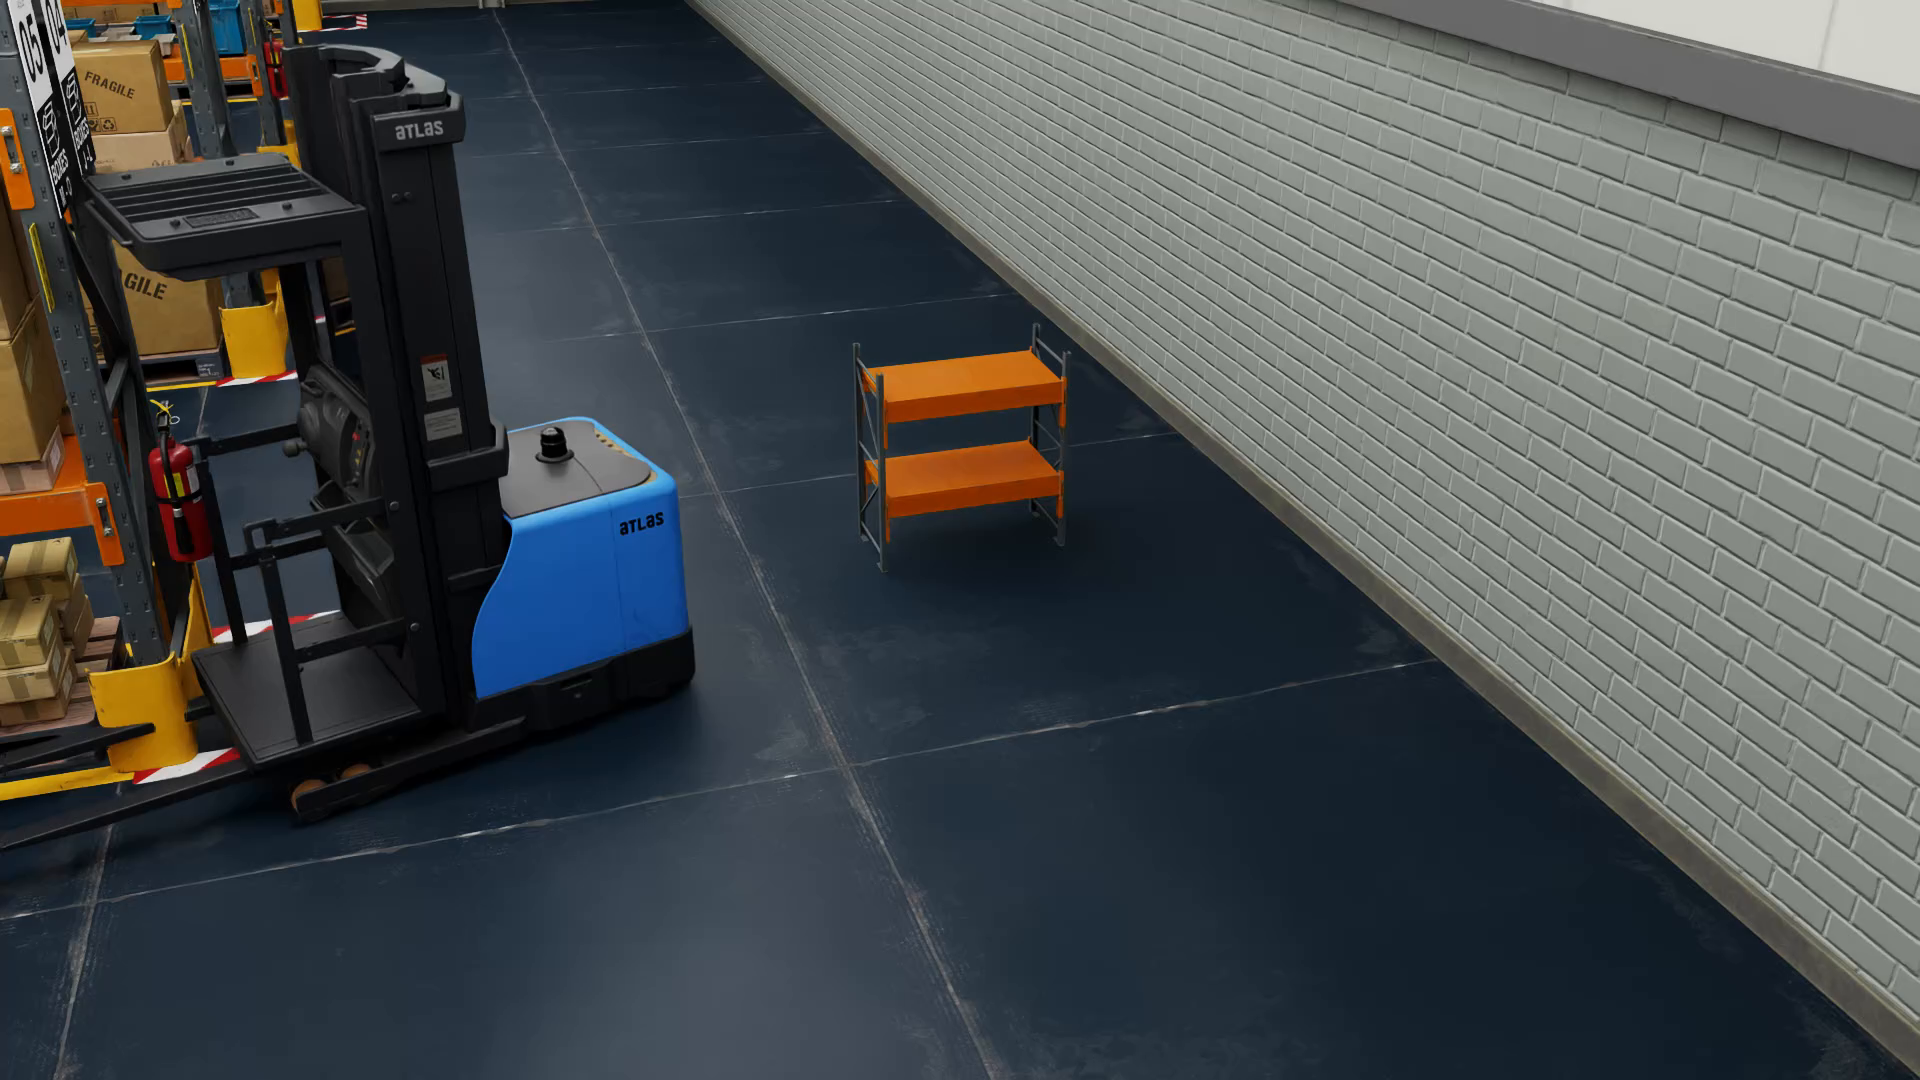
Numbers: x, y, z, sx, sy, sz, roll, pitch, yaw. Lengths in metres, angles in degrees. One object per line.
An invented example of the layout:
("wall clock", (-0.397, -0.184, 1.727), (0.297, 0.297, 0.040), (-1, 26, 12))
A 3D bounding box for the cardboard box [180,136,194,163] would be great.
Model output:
("cardboard box", (-5.503, -2.694, 11.586), (0.250, 0.149, 0.380), (-8, 27, -16))

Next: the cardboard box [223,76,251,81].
("cardboard box", (-8.568, -5.803, 19.883), (0.500, 0.500, 0.500), (-8, 28, -16))

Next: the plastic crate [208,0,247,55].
("plastic crate", (-6.857, -4.728, 15.293), (0.499, 0.435, 0.616), (-8, 28, -16))

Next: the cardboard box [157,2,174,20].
("cardboard box", (-11.253, -7.790, 23.908), (0.500, 0.500, 0.700), (-9, 28, -18))

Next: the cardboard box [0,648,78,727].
("cardboard box", (-4.059, 0.644, 7.312), (0.250, 0.149, 0.380), (-8, 27, -15))

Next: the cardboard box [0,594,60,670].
("cardboard box", (-4.048, 0.397, 7.141), (0.250, 0.149, 0.380), (-8, 27, -16))

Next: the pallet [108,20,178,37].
("pallet", (-11.559, -7.440, 24.000), (1.213, 0.211, 1.003), (-8, 28, -16))

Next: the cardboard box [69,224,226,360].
("cardboard box", (-5.647, -1.831, 11.481), (0.875, 0.875, 0.875), (-8, 28, -16))

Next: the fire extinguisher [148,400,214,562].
("fire extinguisher", (-3.241, -0.243, 6.872), (0.183, 0.674, 0.296), (-8, 28, -16))

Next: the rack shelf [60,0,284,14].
("rack shelf", (-10.029, -6.307, 19.391), (4.000, 0.370, 1.077), (-8, 28, -16))

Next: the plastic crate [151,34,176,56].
("plastic crate", (-7.316, -4.530, 15.231), (0.243, 0.136, 0.396), (-8, 28, -16))

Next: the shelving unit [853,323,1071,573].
("shelving unit", (0.006, -0.505, 9.002), (1.048, 1.125, 0.538), (-8, 28, -16))

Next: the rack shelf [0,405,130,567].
("rack shelf", (-5.525, -0.007, 6.701), (4.000, 0.370, 1.077), (-8, 28, -16))

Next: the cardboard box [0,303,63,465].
("cardboard box", (-3.971, -0.612, 6.663), (0.500, 0.500, 0.500), (-8, 27, -15))

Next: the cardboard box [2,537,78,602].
("cardboard box", (-4.227, 0.146, 7.648), (0.250, 0.149, 0.380), (-10, 28, -18))

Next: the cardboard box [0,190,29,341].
("cardboard box", (-3.981, -1.063, 6.446), (0.500, 0.500, 0.500), (-9, 28, -17))

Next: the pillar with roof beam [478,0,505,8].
("pillar with roof beam", (-6.032, -10.603, 20.489), (0.400, 9.000, 9.100), (-8, 28, -16))

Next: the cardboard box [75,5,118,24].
("cardboard box", (-12.247, -7.644, 23.613), (0.500, 0.500, 0.700), (-9, 28, -17))

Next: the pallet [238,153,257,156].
("pallet", (-7.393, -3.464, 15.990), (1.213, 0.211, 1.003), (-8, 28, -16))

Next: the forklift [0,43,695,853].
("forklift", (-2.744, -0.416, 6.791), (3.031, 2.935, 1.130), (-18, 31, -31))

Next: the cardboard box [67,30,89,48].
("cardboard box", (-6.078, -3.097, 11.106), (0.500, 0.500, 0.500), (-9, 28, -17))

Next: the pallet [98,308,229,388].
("pallet", (-5.799, -1.324, 11.679), (1.213, 0.211, 1.003), (-8, 28, -16))

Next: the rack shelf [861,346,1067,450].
("rack shelf", (0.006, -0.767, 8.872), (1.000, 0.278, 0.538), (-8, 28, -16))

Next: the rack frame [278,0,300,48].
("rack frame", (-8.127, -6.905, 19.786), (0.127, 3.000, 1.000), (-8, 28, -16))

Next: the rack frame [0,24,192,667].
("rack frame", (-3.623, -0.605, 7.095), (0.127, 3.000, 1.000), (-8, 28, -16))

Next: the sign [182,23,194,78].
("sign", (-4.908, -3.109, 10.572), (0.005, 0.325, 0.100), (-8, 28, -16))

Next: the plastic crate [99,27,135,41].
("plastic crate", (-7.909, -4.722, 15.616), (0.298, 0.136, 0.250), (-8, 28, -16))

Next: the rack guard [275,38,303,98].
("rack guard", (-8.199, -5.775, 20.320), (0.348, 0.500, 1.175), (-8, 28, -16))

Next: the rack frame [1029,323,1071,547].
("rack frame", (0.490, -0.575, 9.143), (0.032, 1.125, 0.500), (-8, 28, -16))

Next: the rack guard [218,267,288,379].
("rack guard", (-5.040, -1.600, 11.910), (0.348, 0.500, 1.175), (-8, 28, -16))

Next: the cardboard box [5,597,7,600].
("cardboard box", (-4.479, 0.328, 7.615), (0.250, 0.149, 0.380), (-8, 28, -16))

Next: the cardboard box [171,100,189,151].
("cardboard box", (-5.603, -2.830, 11.412), (0.500, 0.250, 0.500), (-9, 28, -17))

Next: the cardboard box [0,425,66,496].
("cardboard box", (-3.846, -0.328, 6.820), (0.250, 0.149, 0.380), (-8, 28, -16))

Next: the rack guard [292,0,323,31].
("rack guard", (-9.642, -7.883, 24.566), (0.348, 0.500, 1.175), (-8, 28, -16))

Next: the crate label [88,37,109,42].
("crate label", (-7.853, -4.448, 15.065), (0.243, 0.136, 0.396), (-8, 28, -16))

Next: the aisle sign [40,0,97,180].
("aisle sign", (-3.647, -1.906, 6.793), (0.004, 0.787, 0.394), (-8, 28, -16))

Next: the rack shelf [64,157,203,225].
("rack shelf", (-6.965, -2.118, 10.953), (4.000, 0.370, 1.077), (-8, 28, -16))
